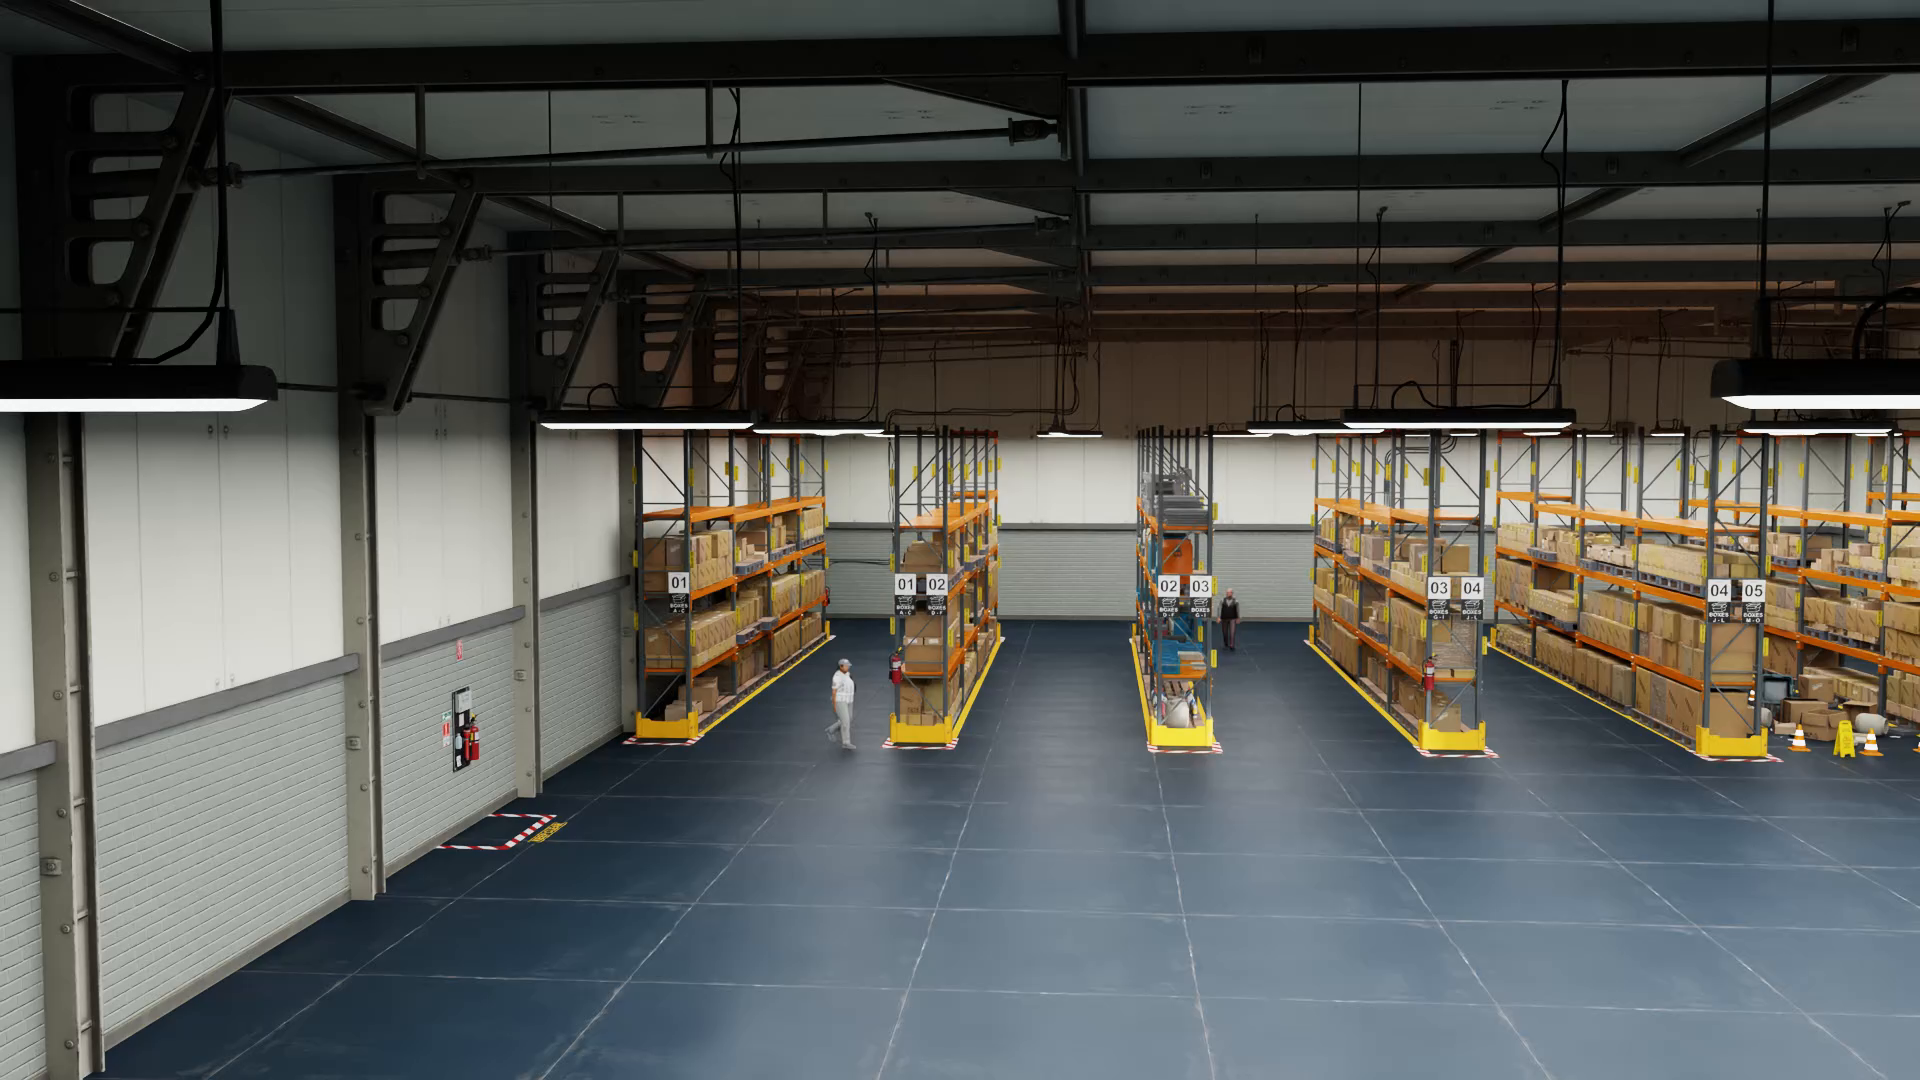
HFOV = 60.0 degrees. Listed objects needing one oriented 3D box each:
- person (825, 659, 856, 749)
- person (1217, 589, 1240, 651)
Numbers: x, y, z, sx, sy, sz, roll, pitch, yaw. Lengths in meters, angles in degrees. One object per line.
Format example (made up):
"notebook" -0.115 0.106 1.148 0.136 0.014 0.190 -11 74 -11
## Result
"person" -2.210 3.028 31.038 0.822 1.635 0.501 2 4 29
"person" 7.303 2.165 45.267 0.607 1.672 1.055 1 3 11
